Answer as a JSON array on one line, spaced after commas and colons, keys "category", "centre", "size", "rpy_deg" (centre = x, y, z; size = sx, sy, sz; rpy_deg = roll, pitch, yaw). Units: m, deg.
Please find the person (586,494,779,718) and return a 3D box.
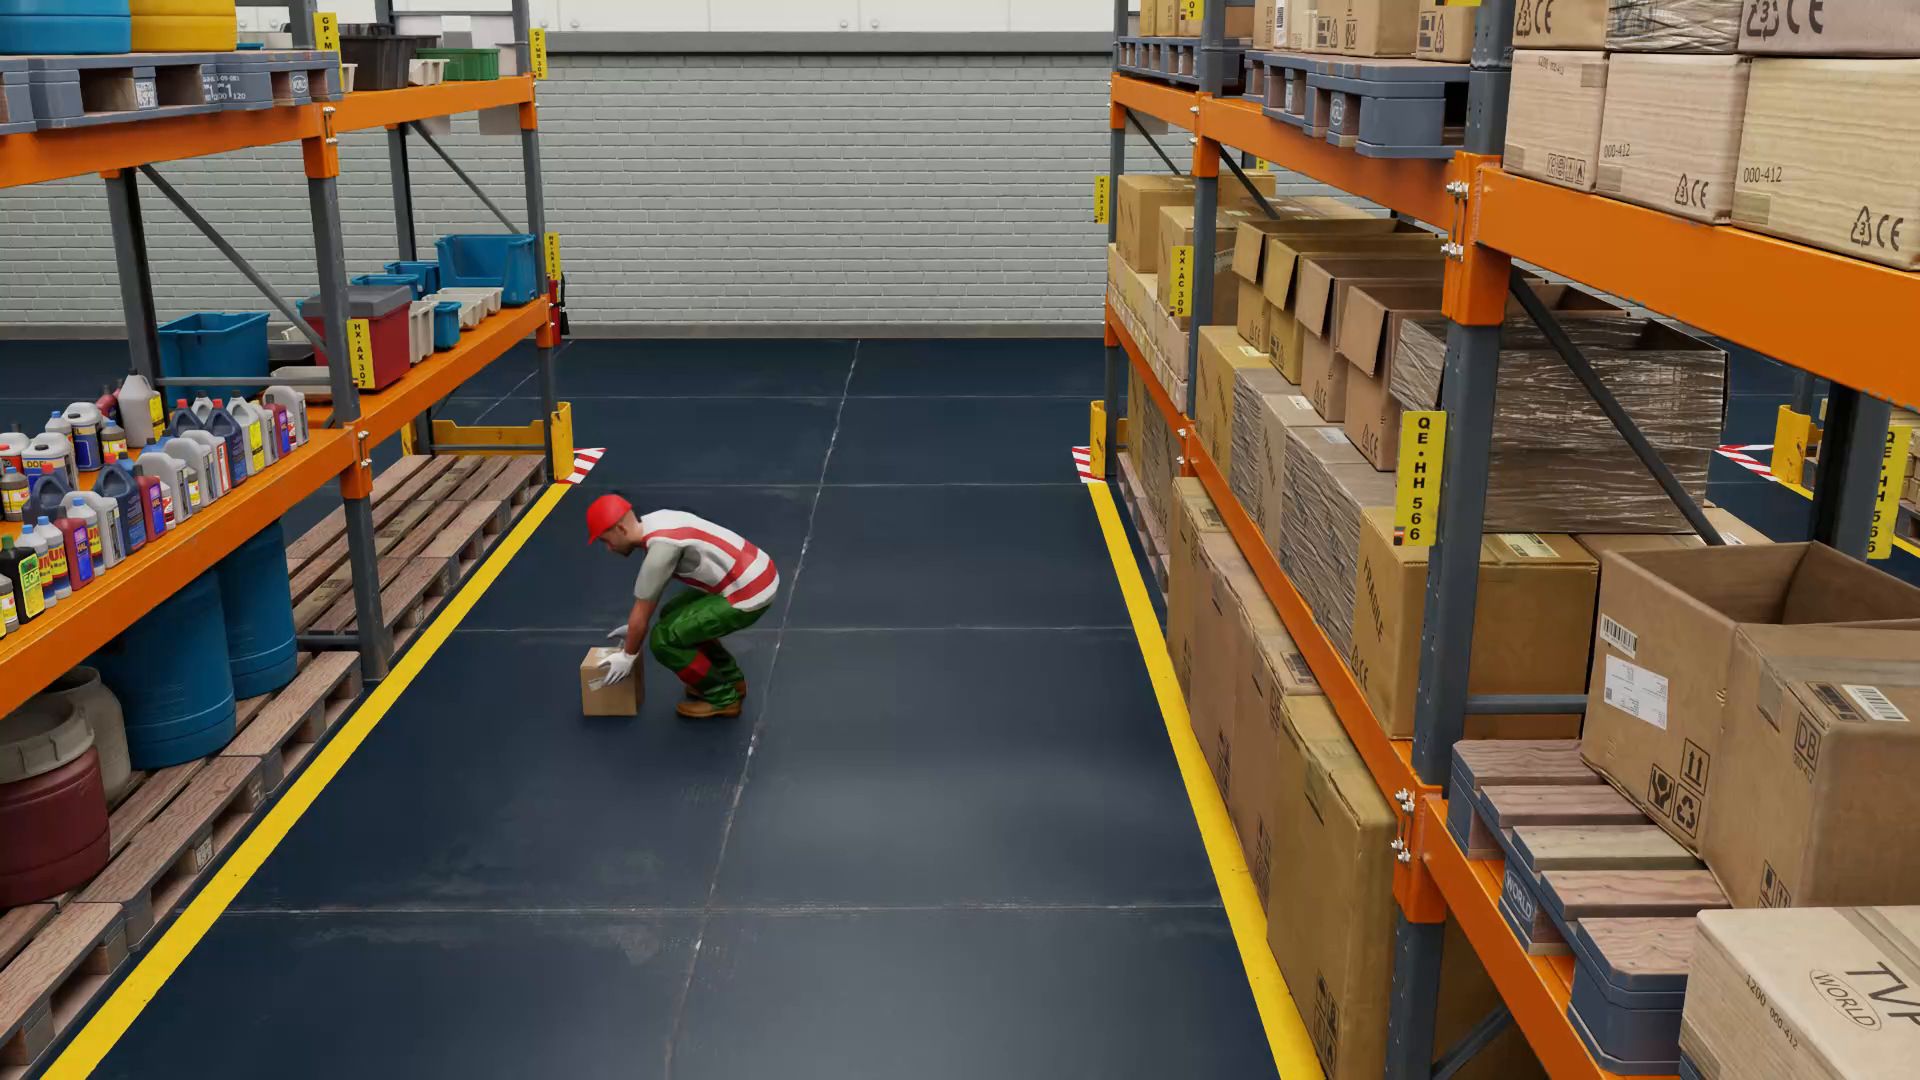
[{"category": "person", "centre": [-1.283, 0.294, 7.786], "size": [0.870, 1.065, 0.579], "rpy_deg": [0, 17, -1]}]
